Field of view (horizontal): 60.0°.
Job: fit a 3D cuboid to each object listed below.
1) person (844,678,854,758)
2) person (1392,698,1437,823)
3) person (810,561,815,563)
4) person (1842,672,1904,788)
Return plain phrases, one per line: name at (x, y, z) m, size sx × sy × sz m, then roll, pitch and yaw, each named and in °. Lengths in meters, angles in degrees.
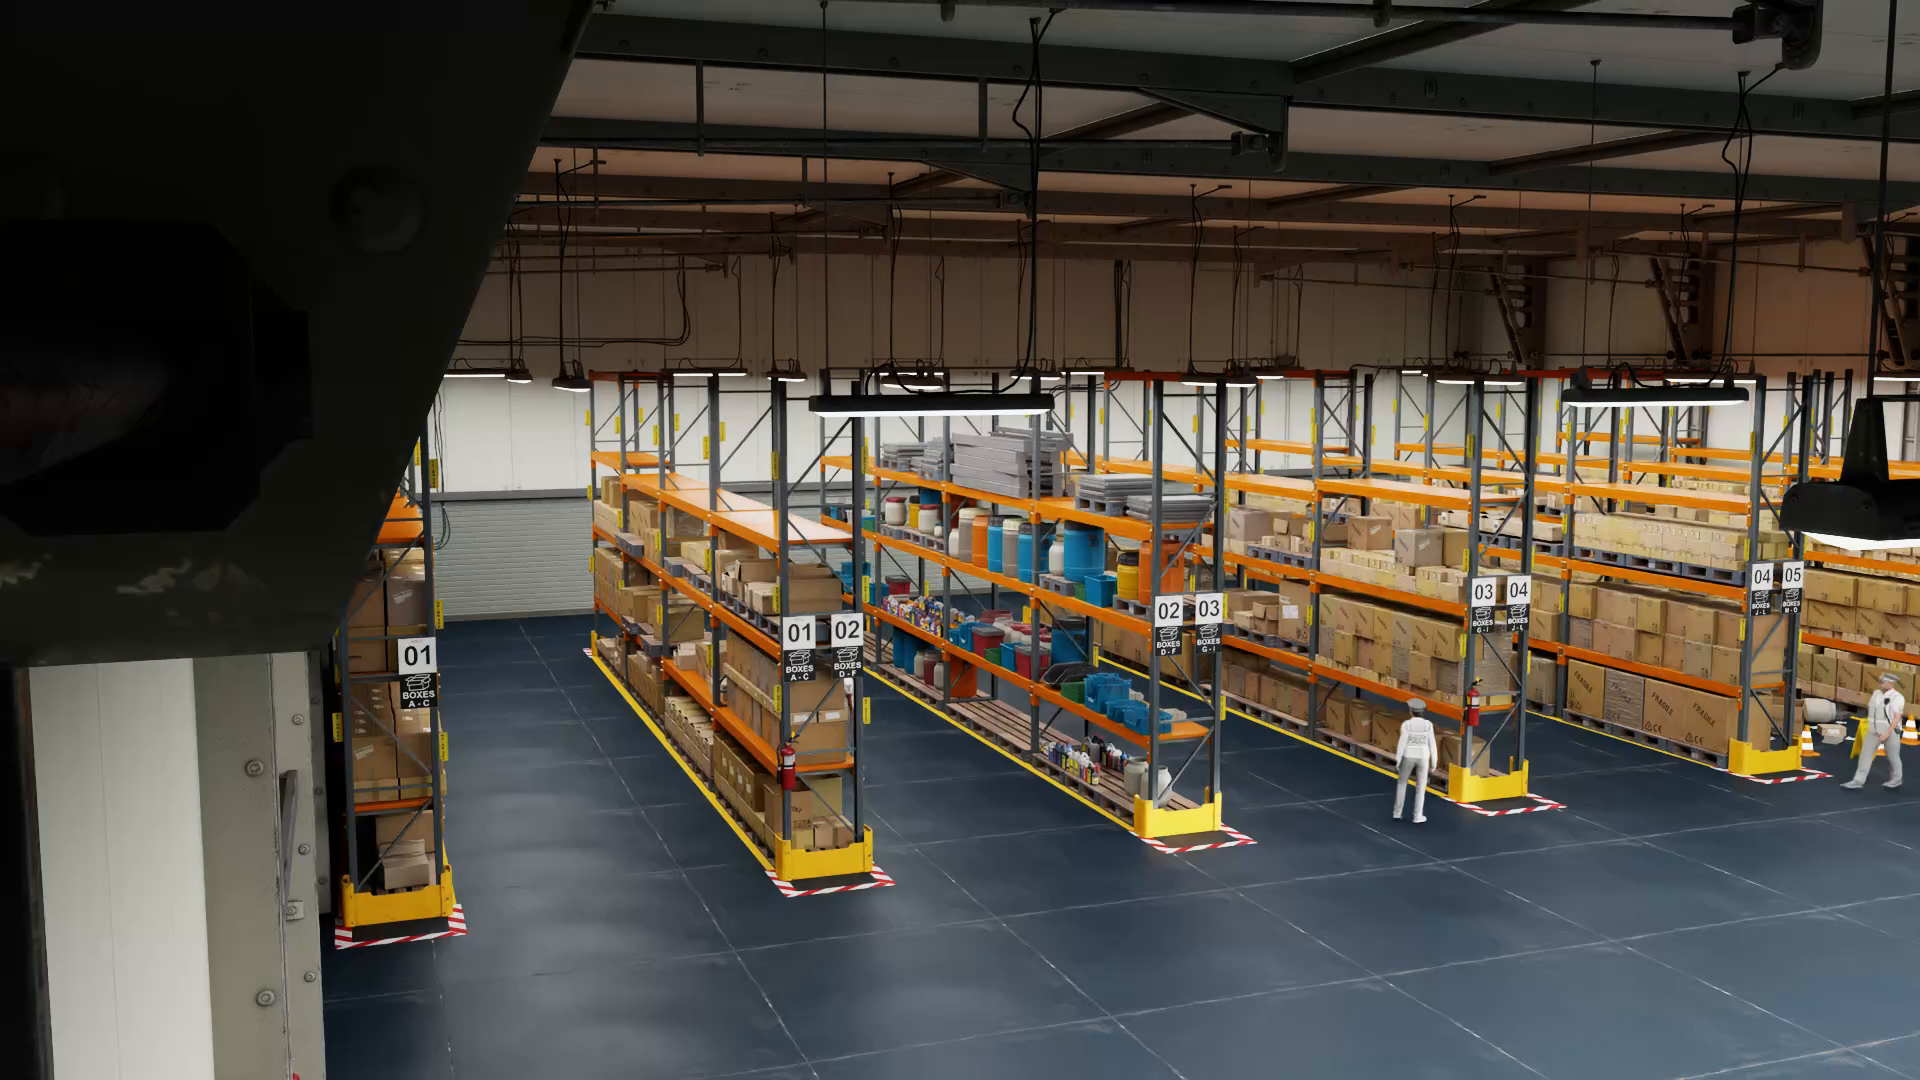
person at (-1.769, 2.630, 25.869) m, size 0.367 × 1.729 × 0.572 m, roll -2°, pitch 7°, yaw -14°
person at (6.183, 3.003, 22.580) m, size 0.571 × 1.722 × 0.399 m, roll 2°, pitch 7°, yaw 15°
person at (-3.277, 1.310, 37.714) m, size 0.662 × 1.643 × 0.452 m, roll 3°, pitch 7°, yaw 28°
person at (13.347, 2.765, 24.105) m, size 0.987 × 1.724 × 0.536 m, roll -4°, pitch 7°, yaw -31°
